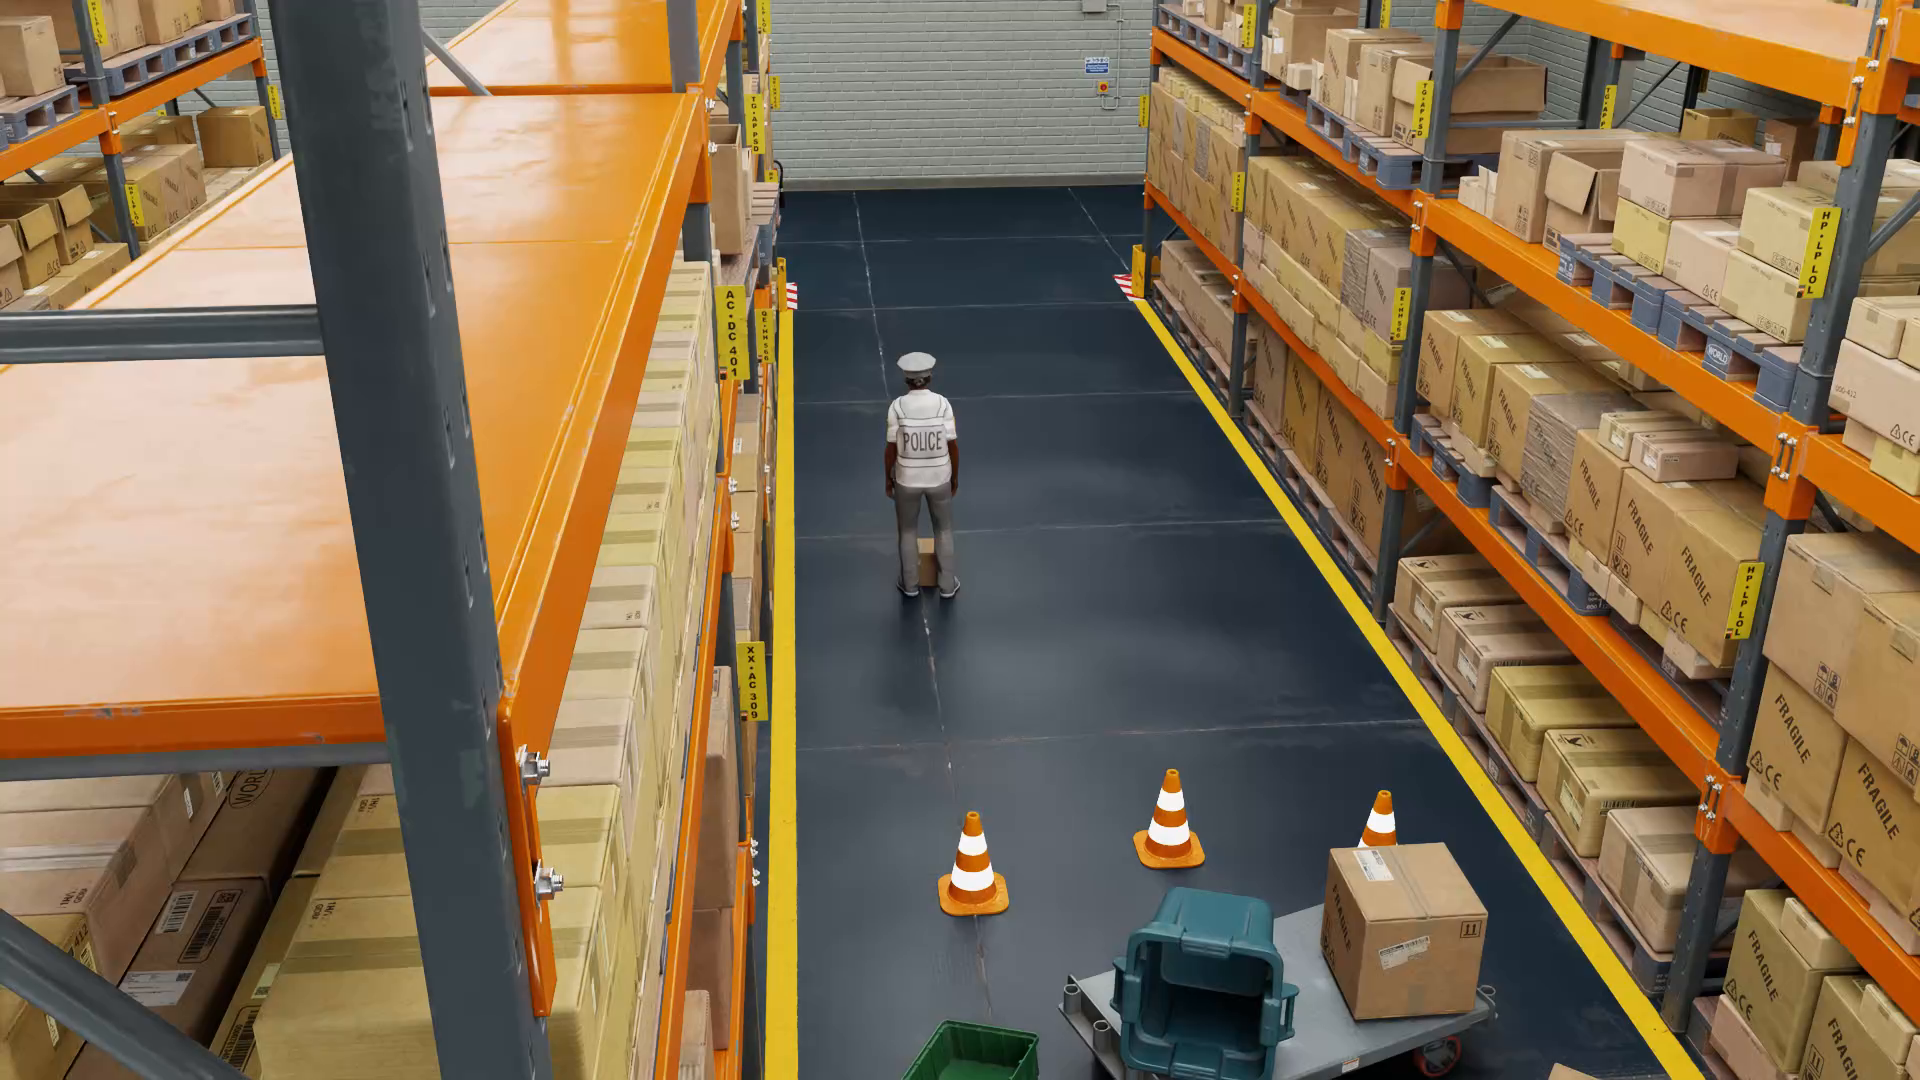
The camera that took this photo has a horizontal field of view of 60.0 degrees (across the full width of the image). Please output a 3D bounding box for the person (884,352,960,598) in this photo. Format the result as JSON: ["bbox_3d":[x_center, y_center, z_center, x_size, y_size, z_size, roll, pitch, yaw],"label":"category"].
[{"bbox_3d":[-0.246,-0.401,11.006,0.506,1.660,0.415,-2,24,-5],"label":"person"}]
